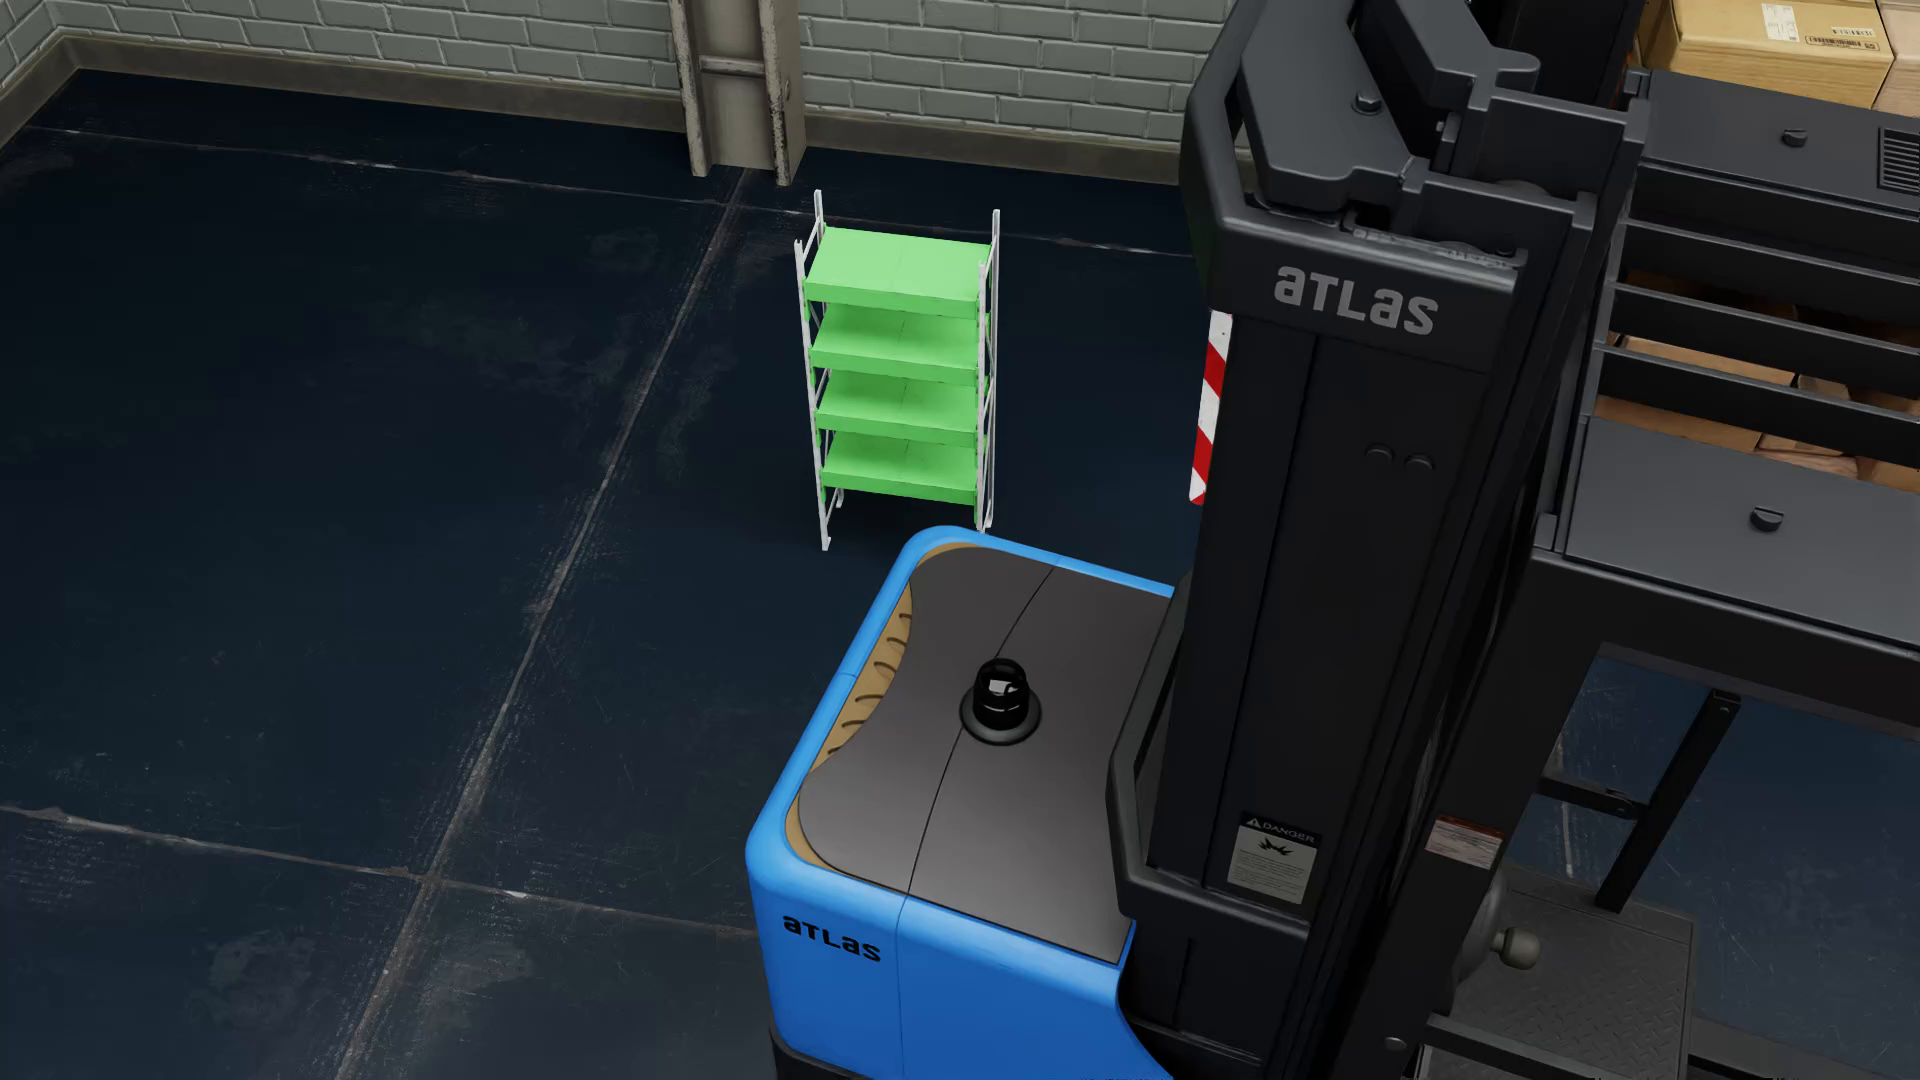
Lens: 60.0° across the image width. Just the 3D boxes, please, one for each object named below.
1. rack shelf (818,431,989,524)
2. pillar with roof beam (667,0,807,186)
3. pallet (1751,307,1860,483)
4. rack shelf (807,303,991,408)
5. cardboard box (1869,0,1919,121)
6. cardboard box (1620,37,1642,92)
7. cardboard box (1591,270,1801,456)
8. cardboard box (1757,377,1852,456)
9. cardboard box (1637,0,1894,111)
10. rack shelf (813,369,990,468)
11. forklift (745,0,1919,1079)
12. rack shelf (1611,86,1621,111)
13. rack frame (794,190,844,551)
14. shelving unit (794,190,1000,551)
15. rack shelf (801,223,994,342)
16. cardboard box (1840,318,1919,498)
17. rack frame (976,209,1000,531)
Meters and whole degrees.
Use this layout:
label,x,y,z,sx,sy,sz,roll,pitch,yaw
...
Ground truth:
label,x,y,z,sx,sy,sz,roll,pitch,yaw
rack shelf,-0.163,-0.220,5.049,0.480,0.148,0.258,8,49,7
pillar with roof beam,-1.598,-1.377,0.438,0.400,9.000,9.100,8,49,7
pallet,2.520,-0.460,5.522,1.213,0.211,1.003,8,49,7
rack shelf,-0.163,-0.541,4.692,0.480,0.148,0.258,8,49,7
cardboard box,2.555,-1.232,4.242,0.500,0.250,0.500,8,49,7
cardboard box,1.935,-1.179,4.461,0.250,0.149,0.380,7,48,7
cardboard box,2.246,-0.663,5.225,0.637,0.503,0.797,6,48,5
cardboard box,2.657,-0.459,5.280,0.250,0.149,0.380,6,48,5
cardboard box,2.059,-1.299,4.301,0.500,0.250,0.500,8,49,7
rack shelf,-0.163,-0.380,4.871,0.480,0.148,0.258,8,49,7
forklift,1.126,0.413,2.908,3.031,2.935,1.130,16,50,14
rack shelf,3.629,-1.002,4.617,4.000,0.370,1.077,8,49,7
rack frame,-0.403,-0.455,4.852,0.015,1.200,0.240,8,49,7
shelving unit,-0.163,-0.423,4.823,0.503,1.200,0.258,8,49,7
rack shelf,-0.163,-0.701,4.514,0.480,0.148,0.258,8,49,7
cardboard box,3.080,-0.520,5.099,0.500,0.500,0.700,9,49,8
rack frame,0.077,-0.391,4.794,0.015,1.200,0.240,8,49,7
